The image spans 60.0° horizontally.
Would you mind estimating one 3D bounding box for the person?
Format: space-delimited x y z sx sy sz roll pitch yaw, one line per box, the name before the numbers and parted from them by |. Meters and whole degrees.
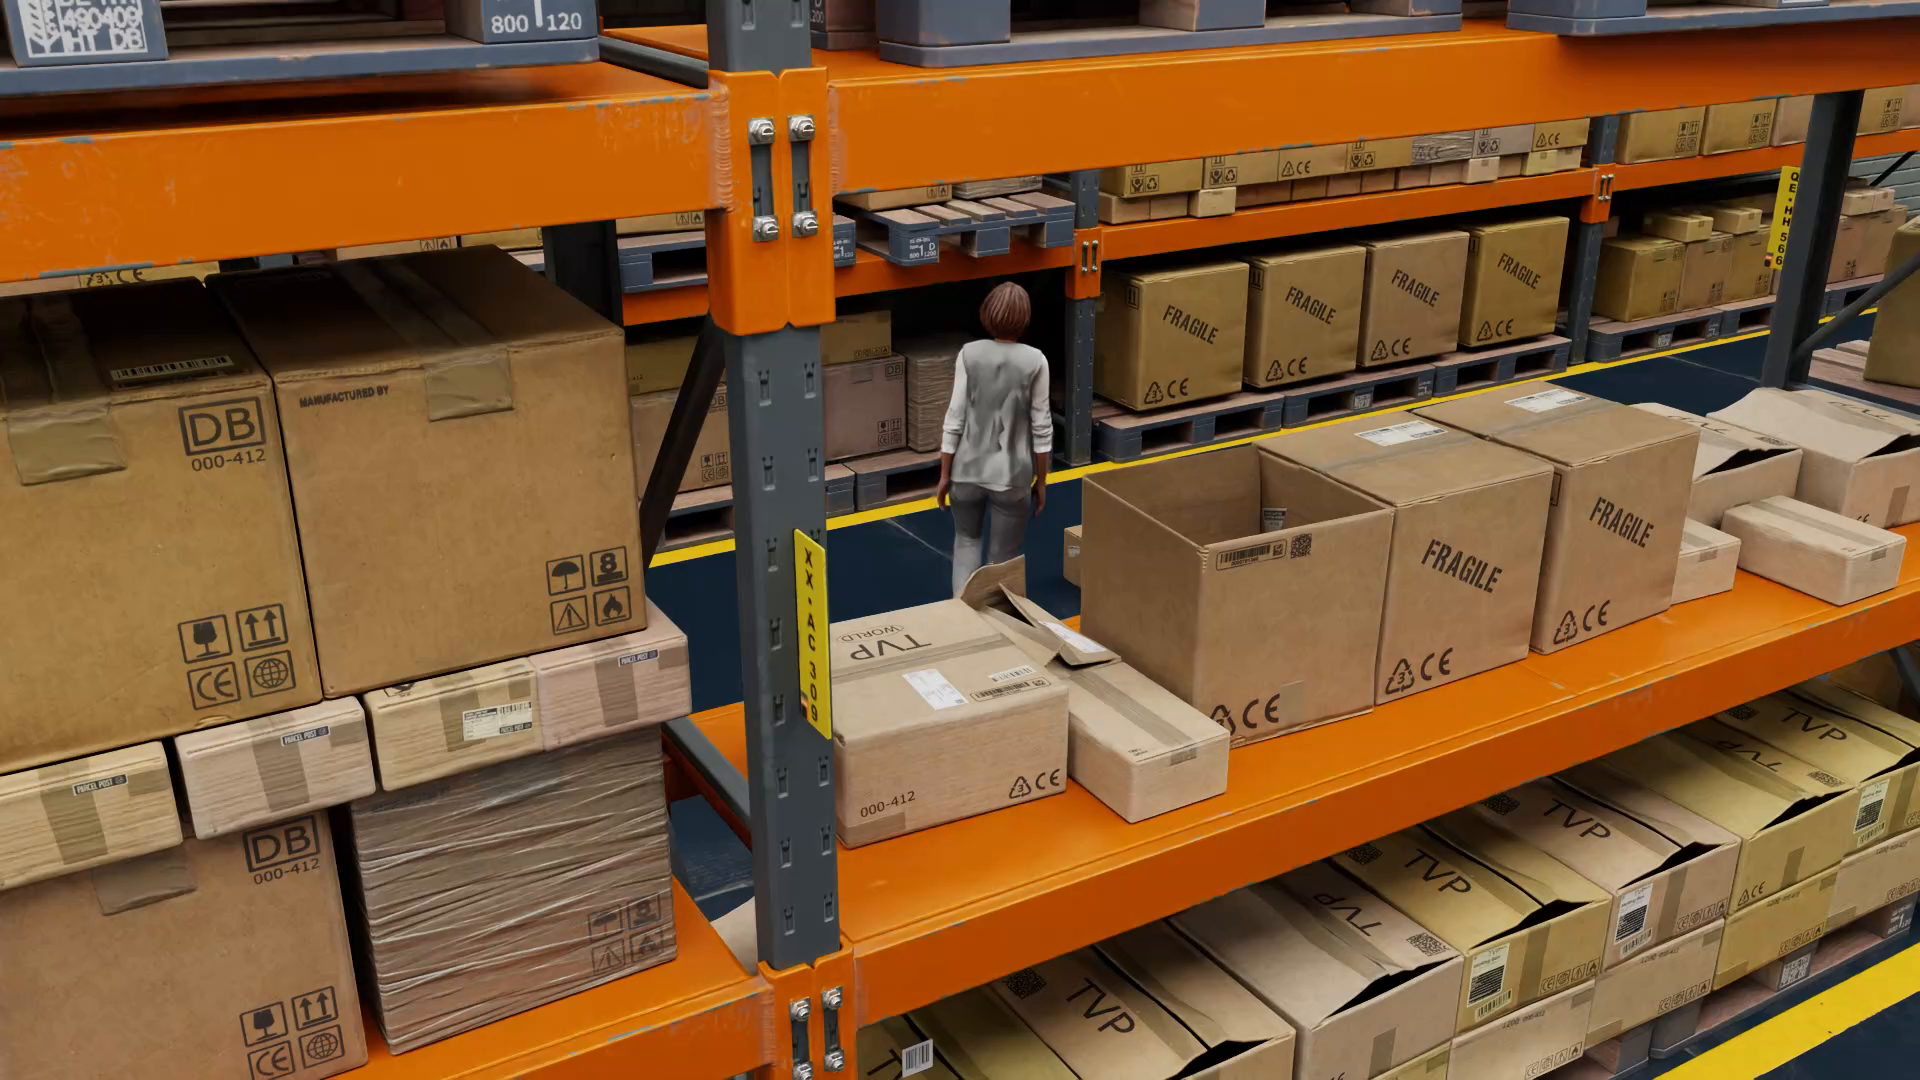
person | 0.140 -0.226 6.621 0.445 1.584 0.435 4 22 11
